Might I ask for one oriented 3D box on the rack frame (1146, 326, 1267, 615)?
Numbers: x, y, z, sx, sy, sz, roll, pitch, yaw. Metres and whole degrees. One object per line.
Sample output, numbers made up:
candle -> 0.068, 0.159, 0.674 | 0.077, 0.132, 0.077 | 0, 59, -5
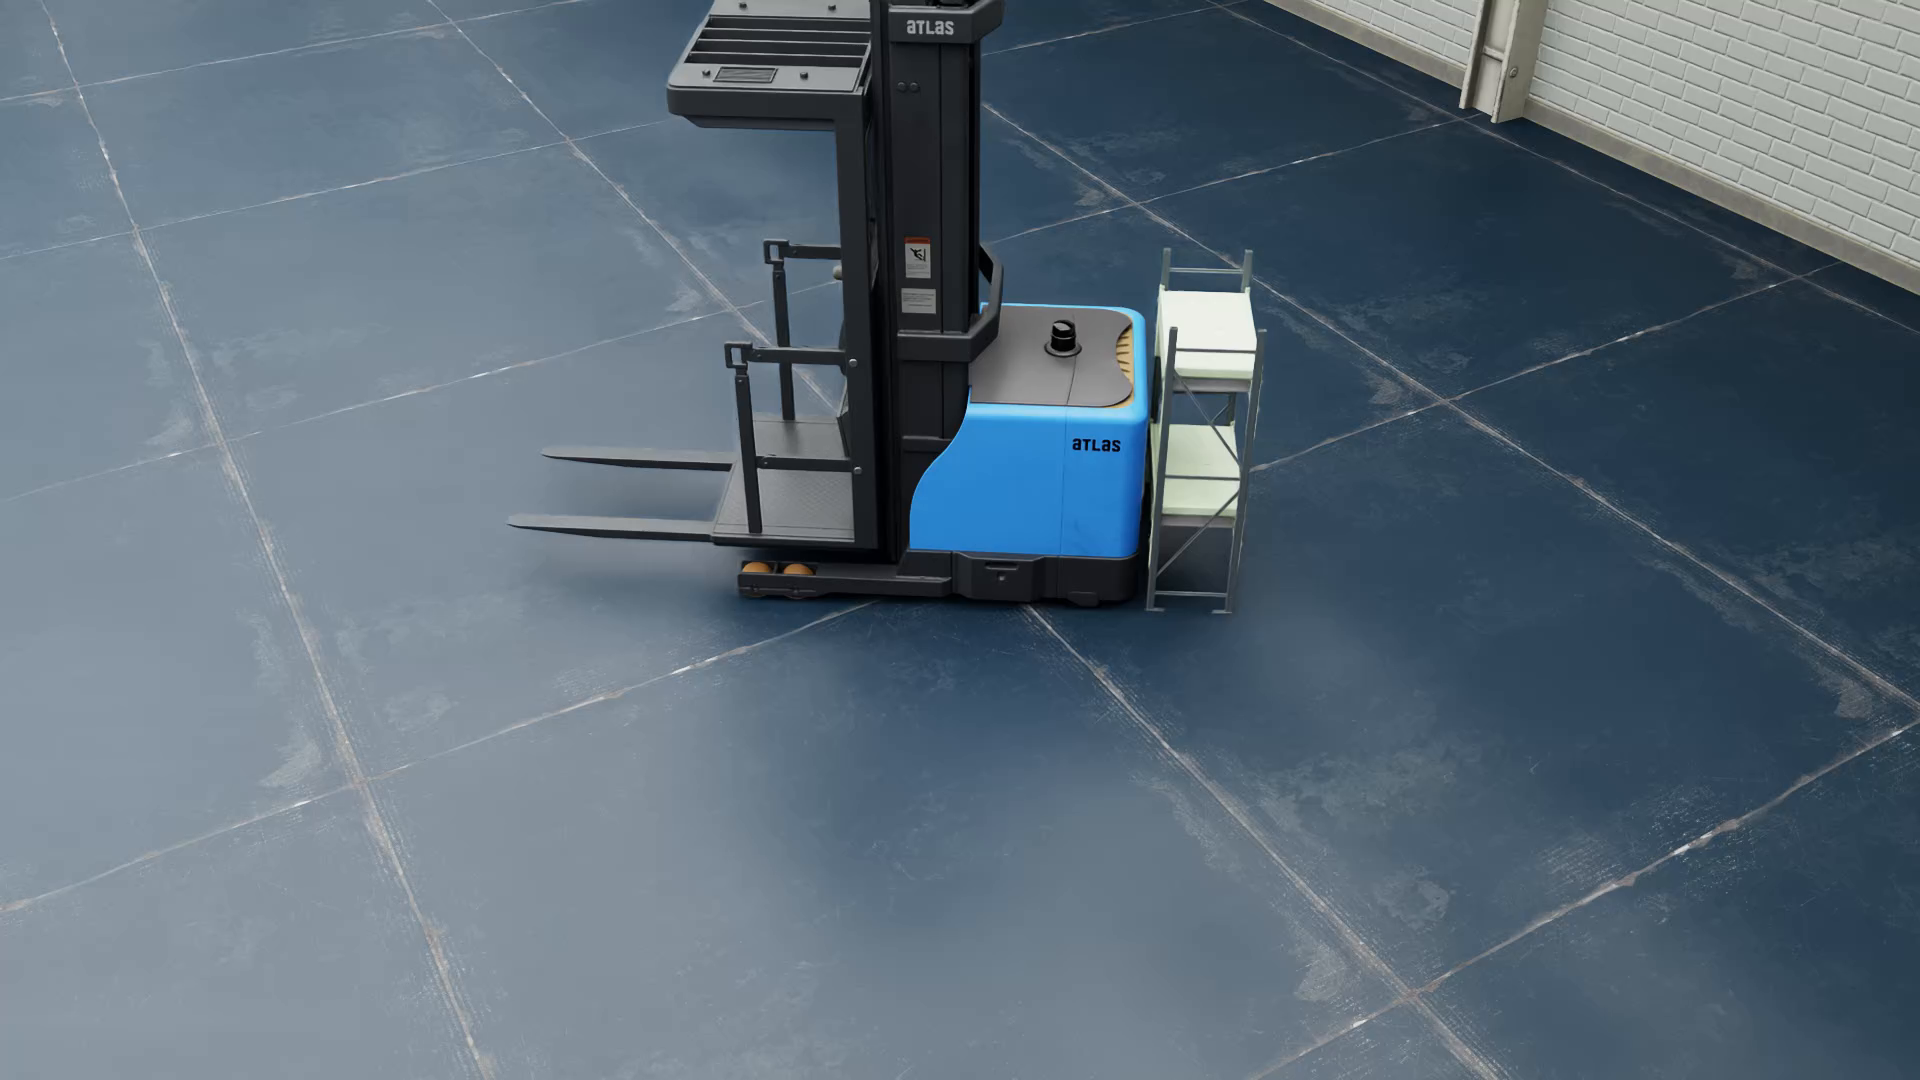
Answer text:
rack frame -> 1.072, -0.271, 7.349 | 0.400, 1.500, 0.023 | 2, 36, 3

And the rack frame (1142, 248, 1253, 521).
rack frame -> 1.119, -0.702, 7.939 | 0.400, 1.500, 0.023 | 2, 36, 3

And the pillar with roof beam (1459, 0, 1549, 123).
pillar with roof beam -> 0.356, -5.649, 8.354 | 9.100, 9.000, 0.400 | -19, 40, -24

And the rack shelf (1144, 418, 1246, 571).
rack shelf -> -8.020, -8.209, 18.973 | 20.373, 0.609, 26.907 | 2, 36, 3

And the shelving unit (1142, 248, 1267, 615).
shelving unit -> -8.021, -8.563, 18.703 | 20.373, 1.500, 26.924 | 2, 36, 3

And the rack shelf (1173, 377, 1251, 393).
rack shelf -> 1.095, -0.859, 7.372 | 0.332, 0.071, 0.664 | 2, 36, 3

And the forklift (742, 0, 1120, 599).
forklift -> -10.710, -13.337, 18.871 | 25.333, 9.011, 32.329 | 2, 36, 3
